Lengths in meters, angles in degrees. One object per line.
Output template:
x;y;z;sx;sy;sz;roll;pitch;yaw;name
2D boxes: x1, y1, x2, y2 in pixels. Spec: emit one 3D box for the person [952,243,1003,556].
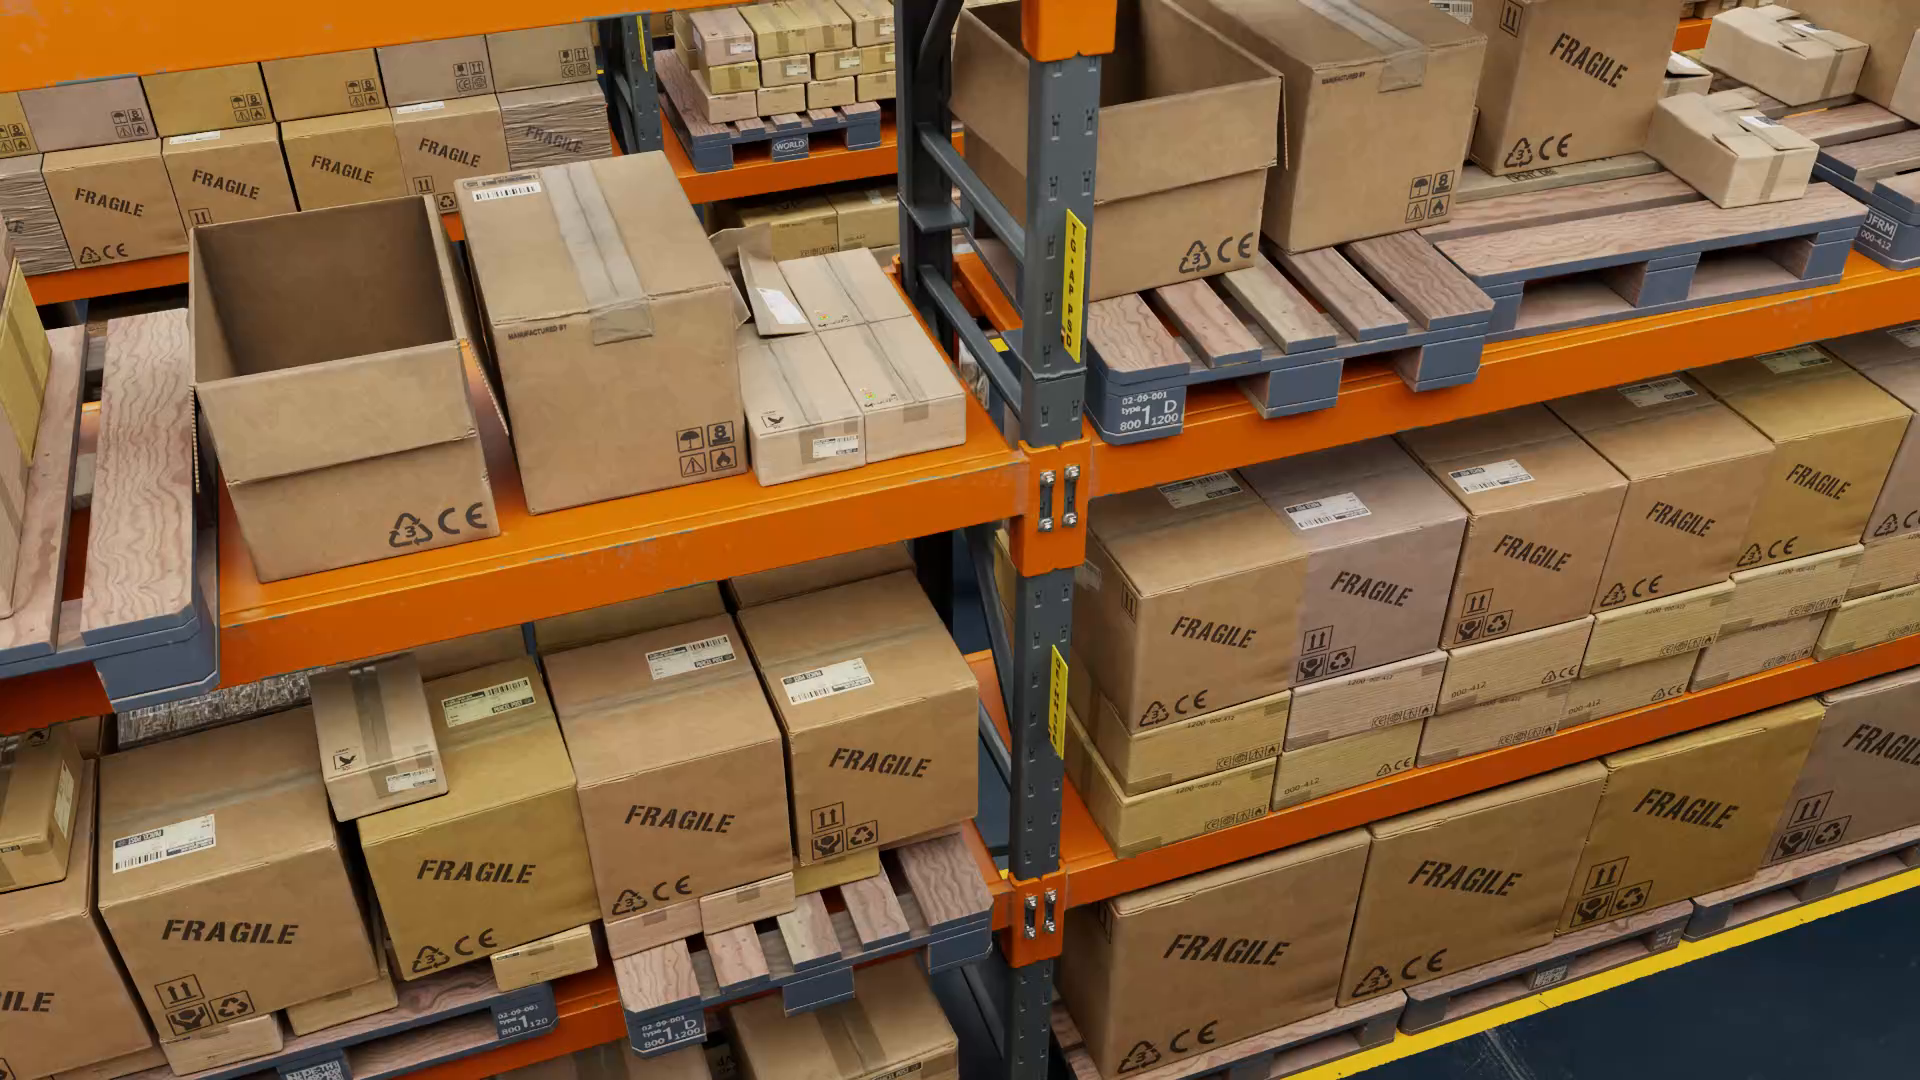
-0.023;-0.543;7.466;1.042;1.692;0.570;-8;38;-11;person
